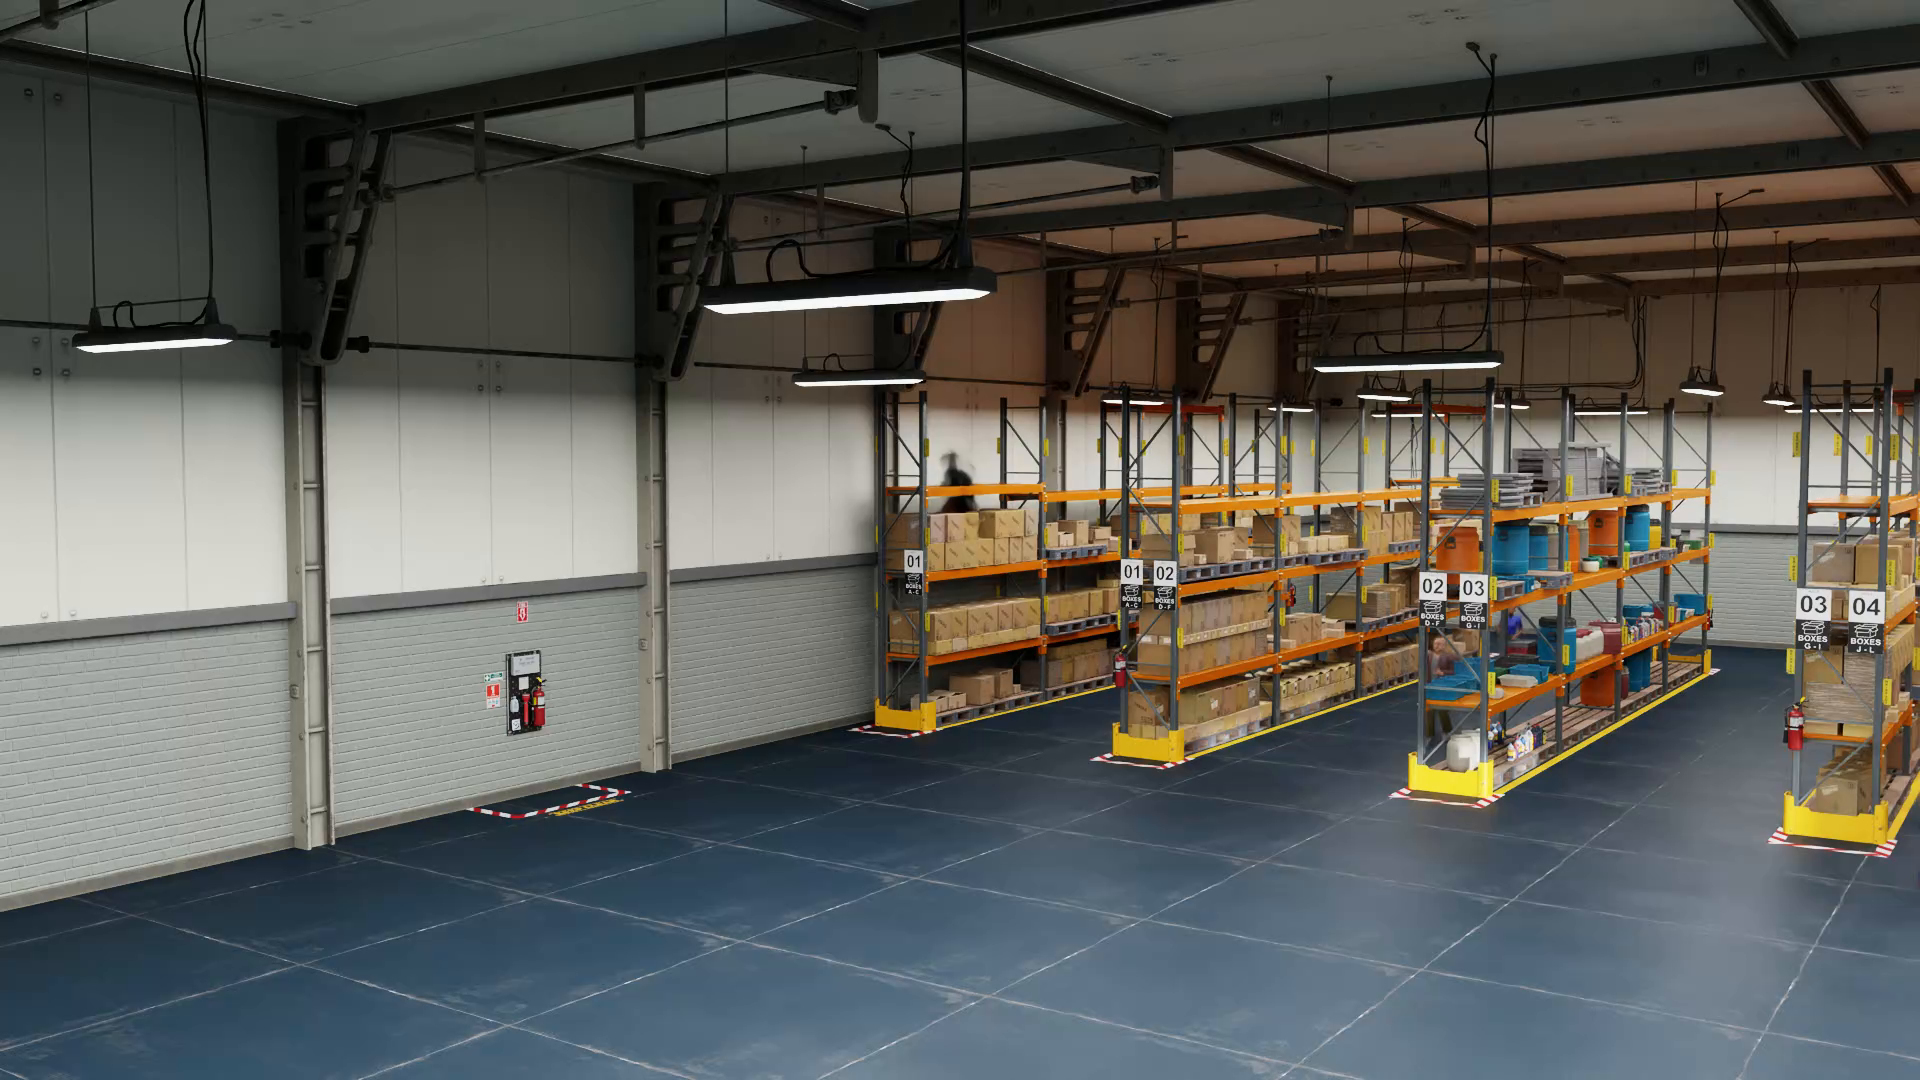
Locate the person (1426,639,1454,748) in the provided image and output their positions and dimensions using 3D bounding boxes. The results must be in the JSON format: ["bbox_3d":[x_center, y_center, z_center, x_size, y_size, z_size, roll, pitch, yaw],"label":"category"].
[{"bbox_3d":[8.002,2.553,27.980,0.705,1.793,0.910,2,4,37],"label":"person"}]

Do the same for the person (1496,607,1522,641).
[{"bbox_3d":[11.869,2.181,36.001,0.547,1.614,0.723,1,3,25],"label":"person"}]
